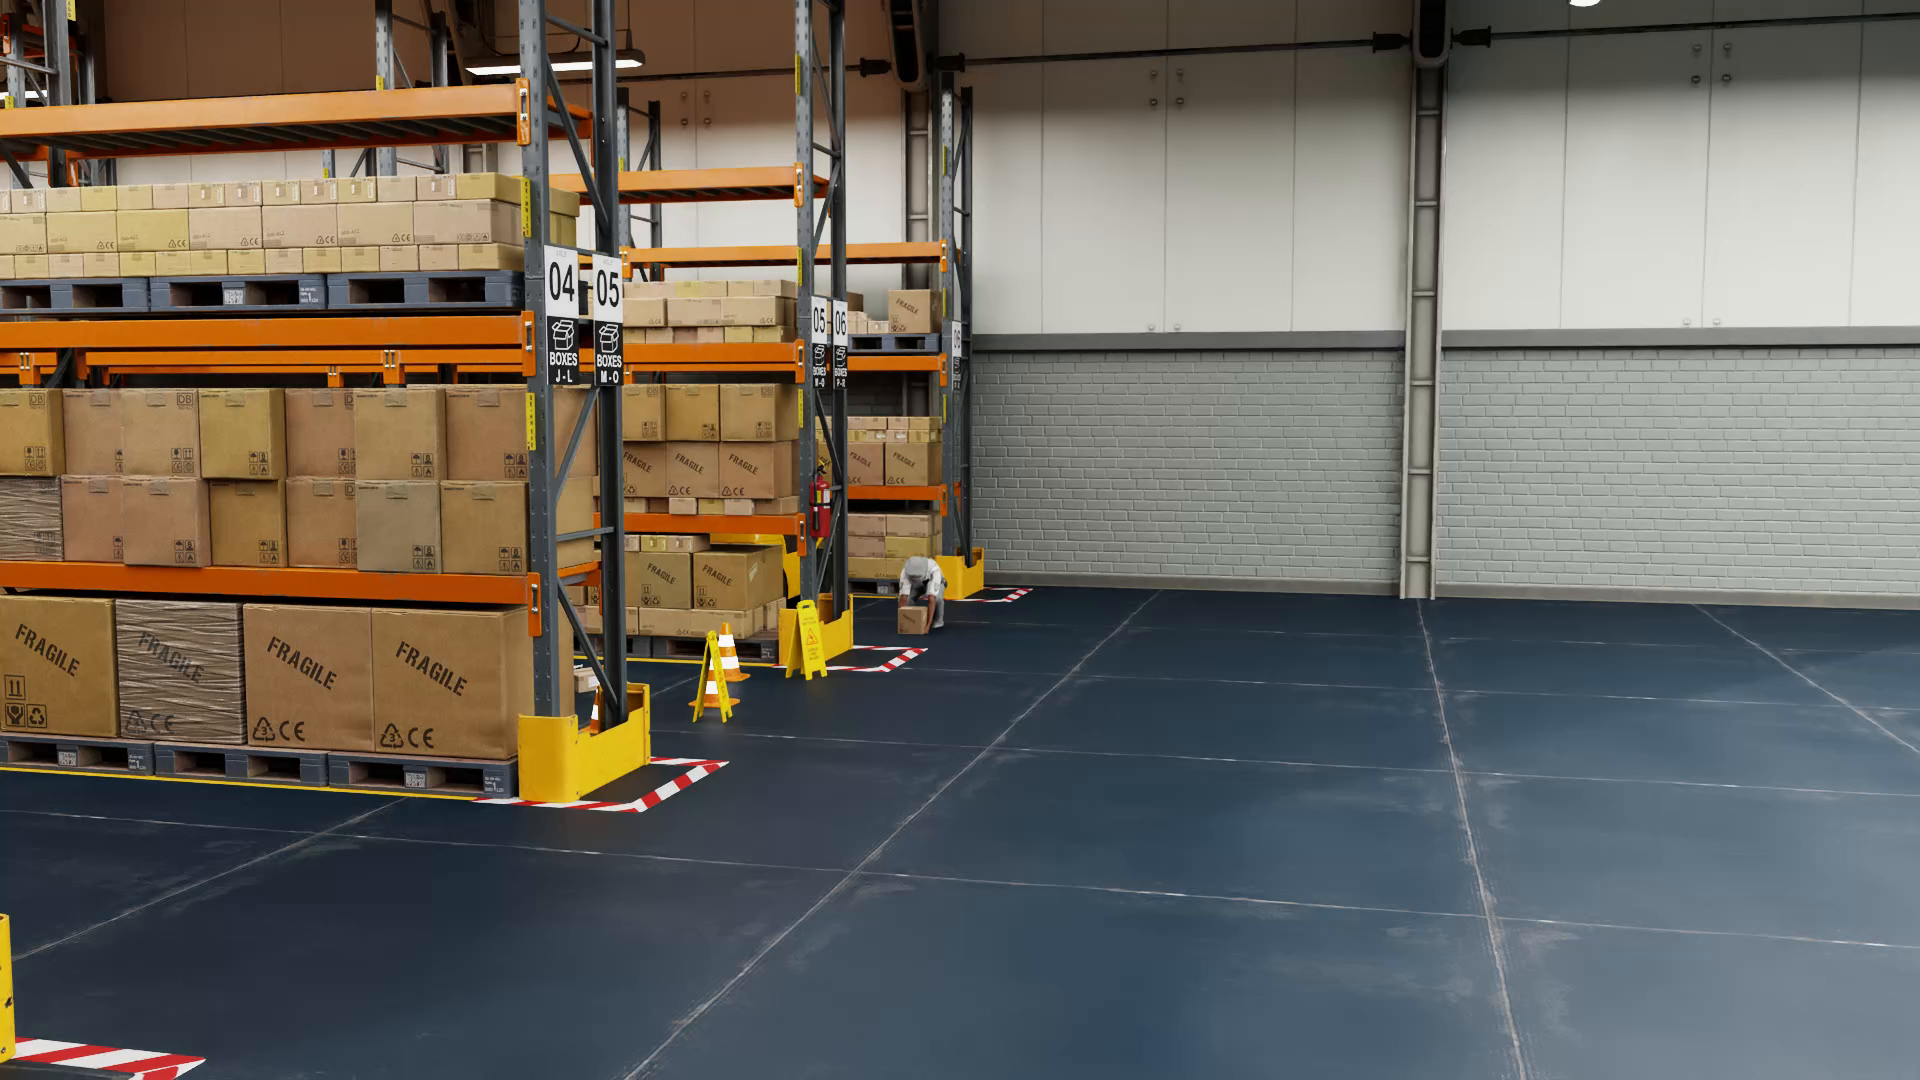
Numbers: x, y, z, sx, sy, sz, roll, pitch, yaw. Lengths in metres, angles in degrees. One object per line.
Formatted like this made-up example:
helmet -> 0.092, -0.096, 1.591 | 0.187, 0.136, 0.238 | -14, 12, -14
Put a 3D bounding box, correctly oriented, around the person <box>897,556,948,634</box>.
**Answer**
person -> -0.391, 0.535, 16.802 | 0.464, 0.807, 0.911 | 1, 5, 12
